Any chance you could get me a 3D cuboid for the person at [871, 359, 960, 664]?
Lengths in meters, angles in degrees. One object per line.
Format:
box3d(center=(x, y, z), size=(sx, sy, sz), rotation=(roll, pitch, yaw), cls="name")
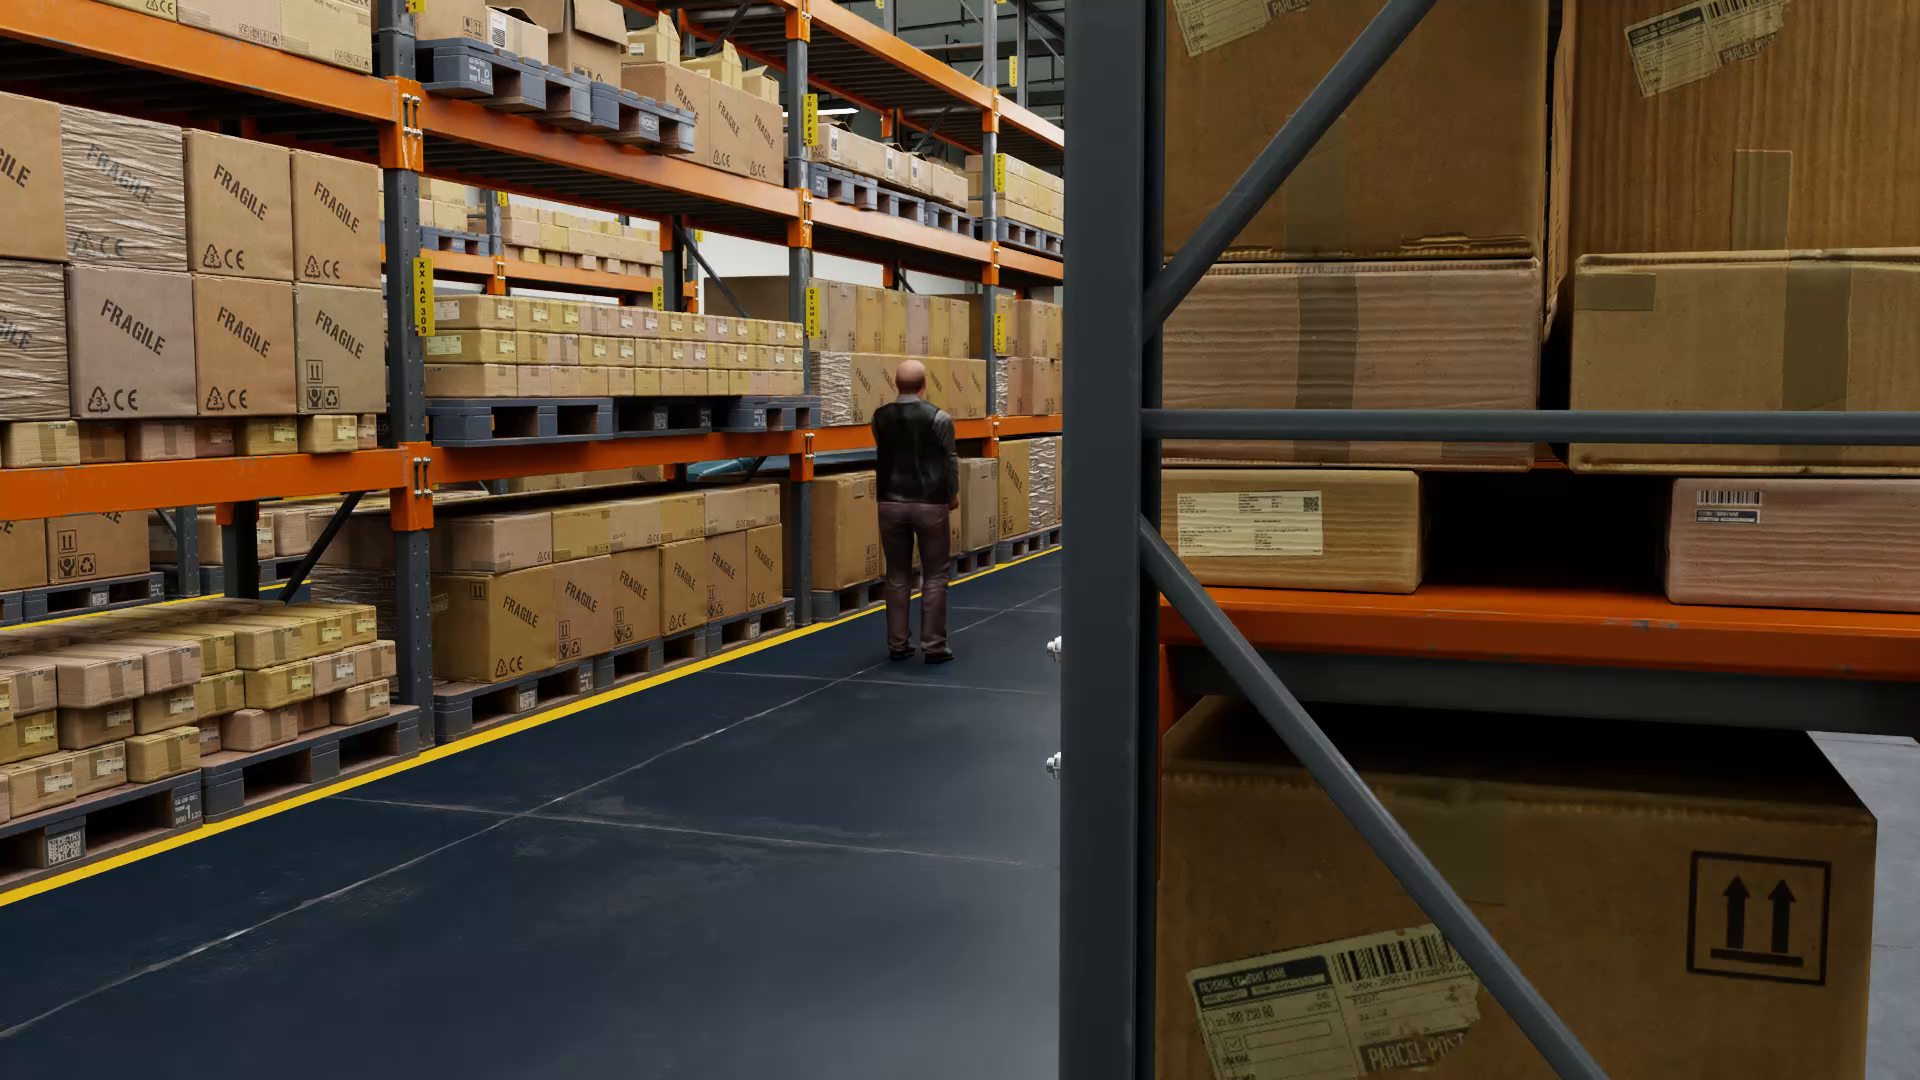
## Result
box3d(center=(-0.245, -0.130, 9.563), size=(0.495, 1.637, 0.560), rotation=(2, 5, 18), cls="person")
